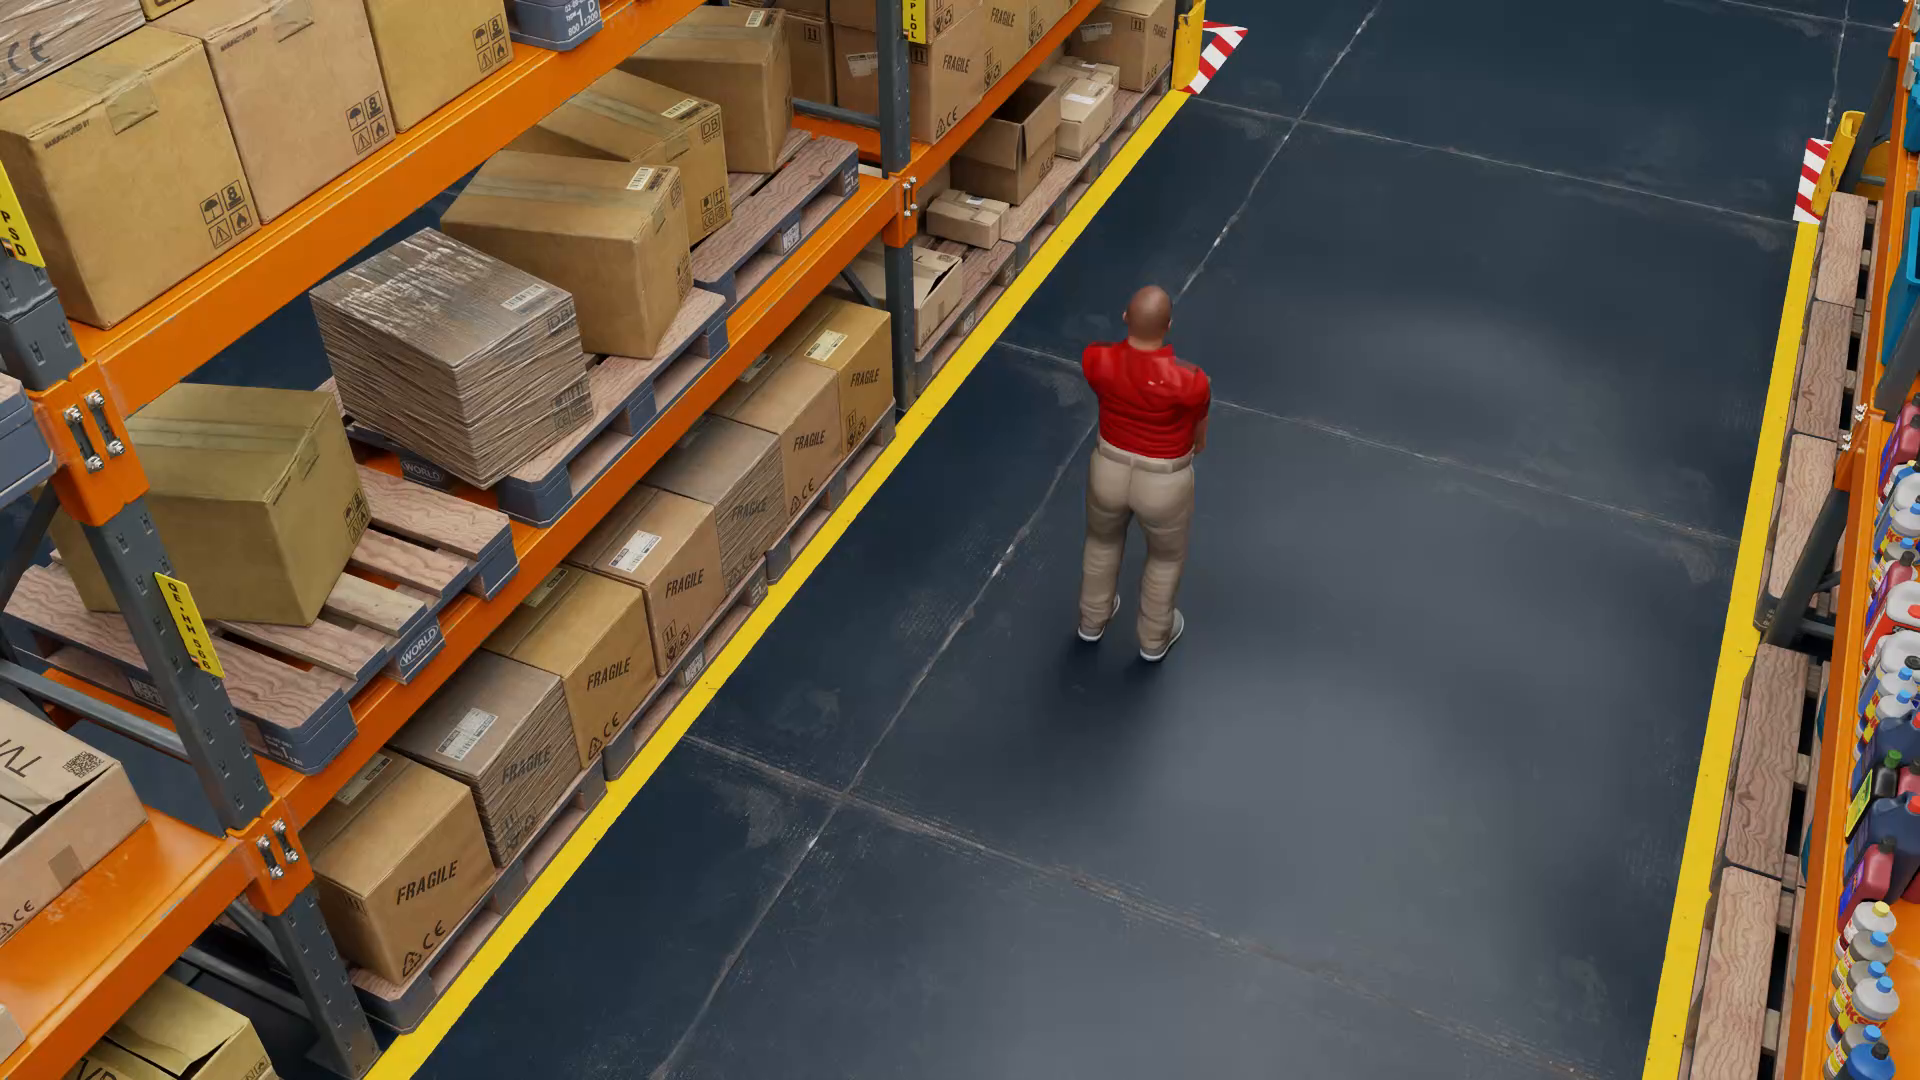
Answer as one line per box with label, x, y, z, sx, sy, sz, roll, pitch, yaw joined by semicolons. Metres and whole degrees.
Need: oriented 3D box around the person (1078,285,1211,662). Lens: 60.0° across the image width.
person;0.727;-0.306;6.523;0.490;1.725;0.544;17;44;18
